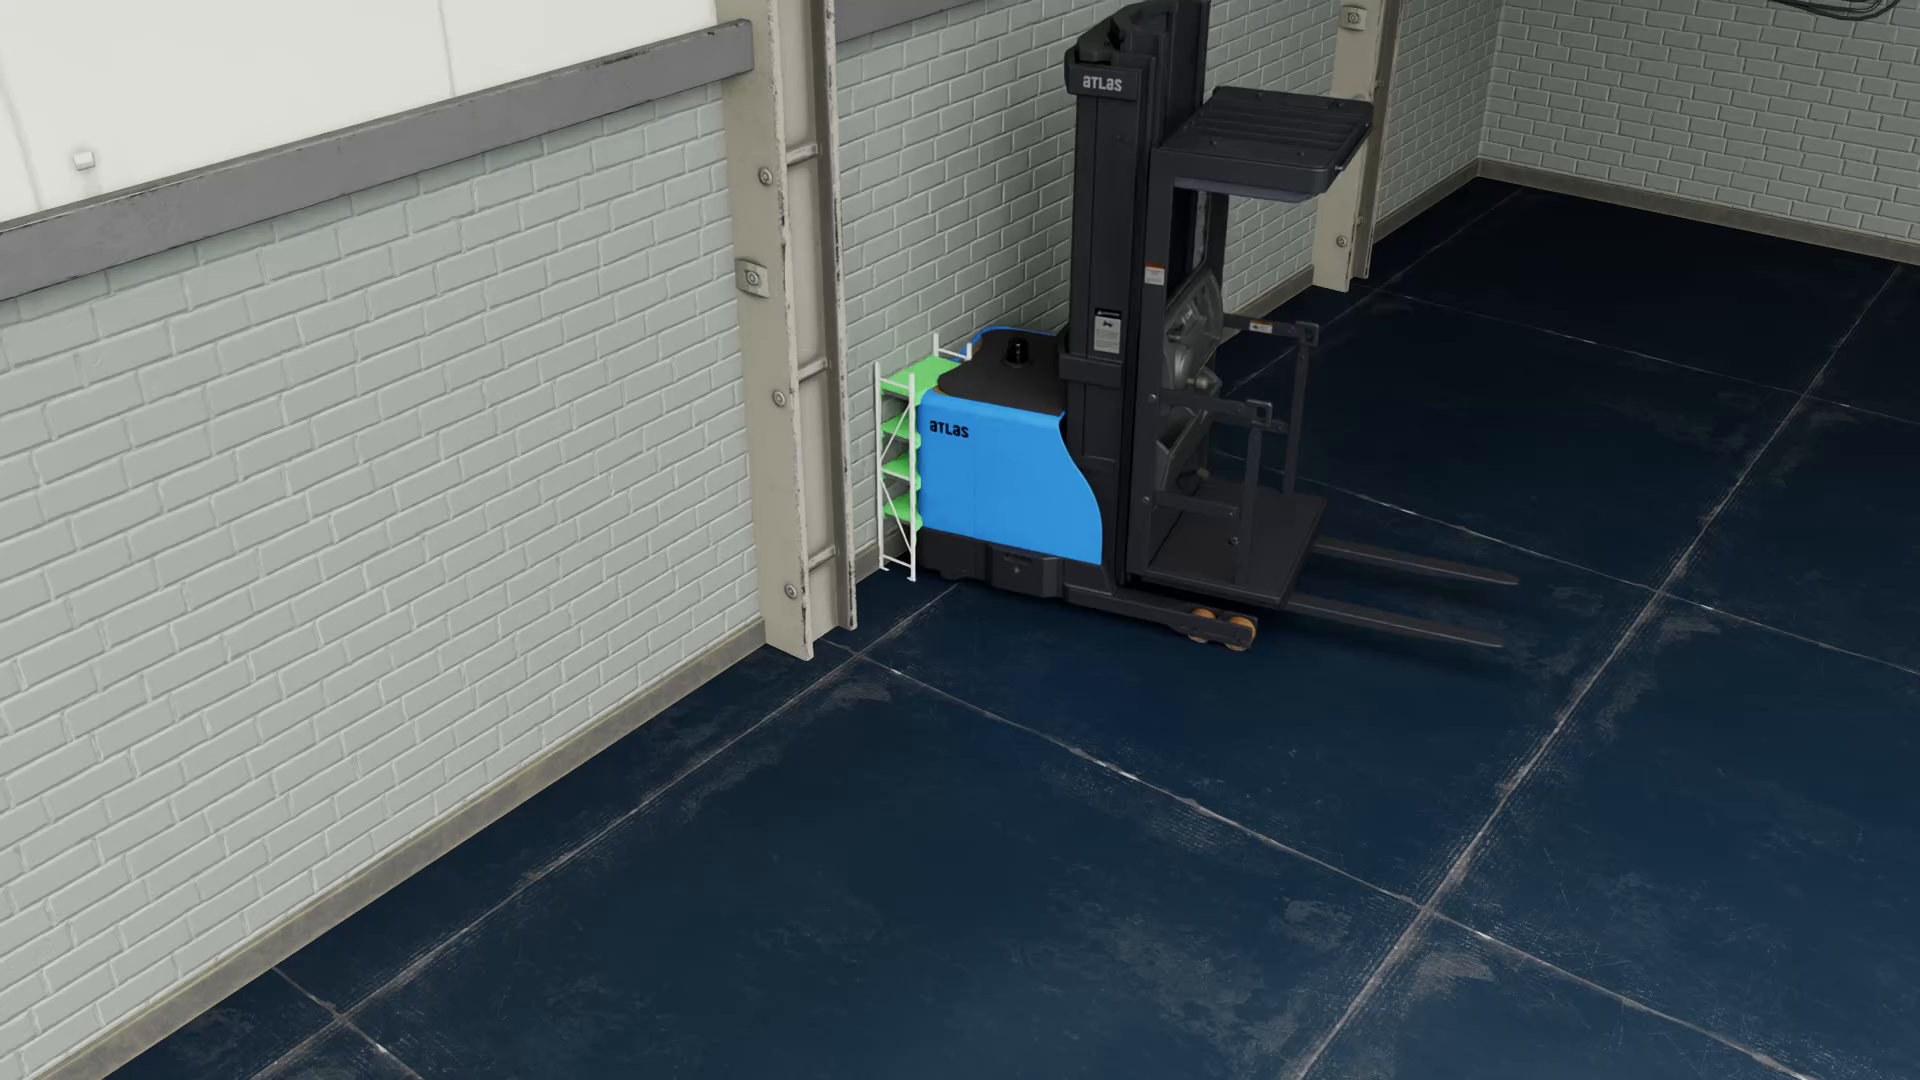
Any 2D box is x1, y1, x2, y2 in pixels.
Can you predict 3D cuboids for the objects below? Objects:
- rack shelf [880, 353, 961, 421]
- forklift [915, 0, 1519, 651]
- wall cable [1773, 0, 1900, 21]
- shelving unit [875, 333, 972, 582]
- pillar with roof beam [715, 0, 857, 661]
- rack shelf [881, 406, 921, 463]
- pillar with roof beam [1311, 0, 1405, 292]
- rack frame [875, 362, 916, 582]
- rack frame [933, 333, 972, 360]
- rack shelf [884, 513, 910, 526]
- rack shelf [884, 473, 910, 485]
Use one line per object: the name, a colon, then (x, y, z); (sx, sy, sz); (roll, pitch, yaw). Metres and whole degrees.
rack shelf: (-0.186, -0.797, 8.602); (0.258, 0.148, 0.480); (20, 35, 31)
forklift: (1.327, -1.016, 8.089); (3.031, 2.935, 1.130); (12, 33, 20)
wall cable: (5.692, -5.292, 12.398); (3.097, 2.526, 0.112); (21, 37, 31)
shelving unit: (-0.189, -0.434, 8.806); (0.258, 1.200, 0.503); (20, 35, 31)
pillar with roof beam: (2.670, -2.073, 3.922); (9.100, 9.000, 0.400); (21, 37, 31)
rack shelf: (-0.187, -0.587, 8.720); (0.258, 0.148, 0.480); (20, 35, 31)
pillar with roof beam: (6.292, -4.512, 8.037); (9.100, 9.000, 0.400); (21, 37, 31)
rack frame: (-0.334, -0.339, 8.634); (0.240, 1.200, 0.015); (20, 35, 31)
rack frame: (-0.044, -0.529, 8.977); (0.240, 1.200, 0.015); (20, 35, 31)
rack shelf: (-0.191, -0.193, 8.940); (0.199, 0.029, 0.442); (20, 35, 31)
rack shelf: (-0.189, -0.403, 8.823); (0.199, 0.029, 0.442); (20, 35, 31)
